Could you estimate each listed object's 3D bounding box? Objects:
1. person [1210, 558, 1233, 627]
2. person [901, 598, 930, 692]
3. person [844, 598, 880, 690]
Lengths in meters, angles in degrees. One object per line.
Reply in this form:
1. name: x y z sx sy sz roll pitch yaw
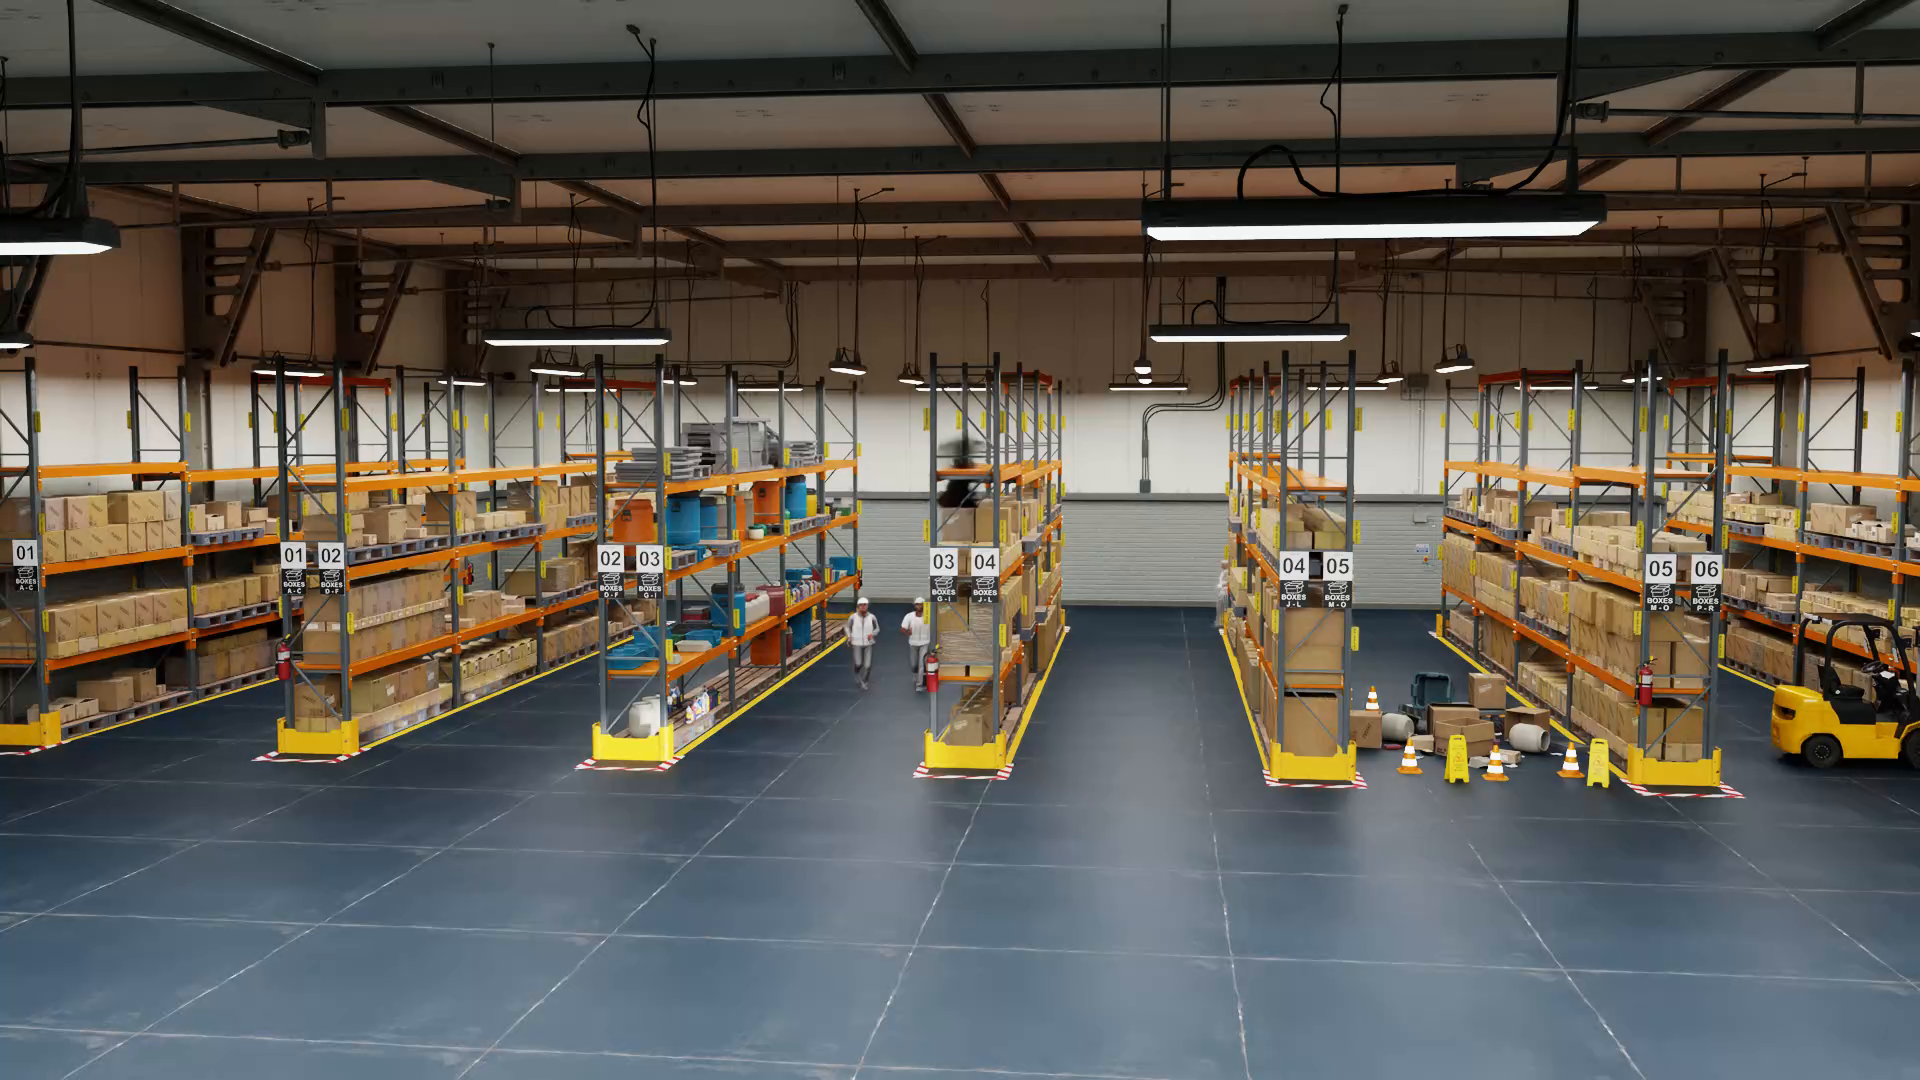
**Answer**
1. person: 6.531 1.302 40.428 0.850 1.779 0.735 0 4 4
2. person: -0.753 1.933 31.019 0.709 1.740 0.804 0 4 1
3. person: -1.816 1.945 31.023 0.658 1.731 0.570 0 4 -7
